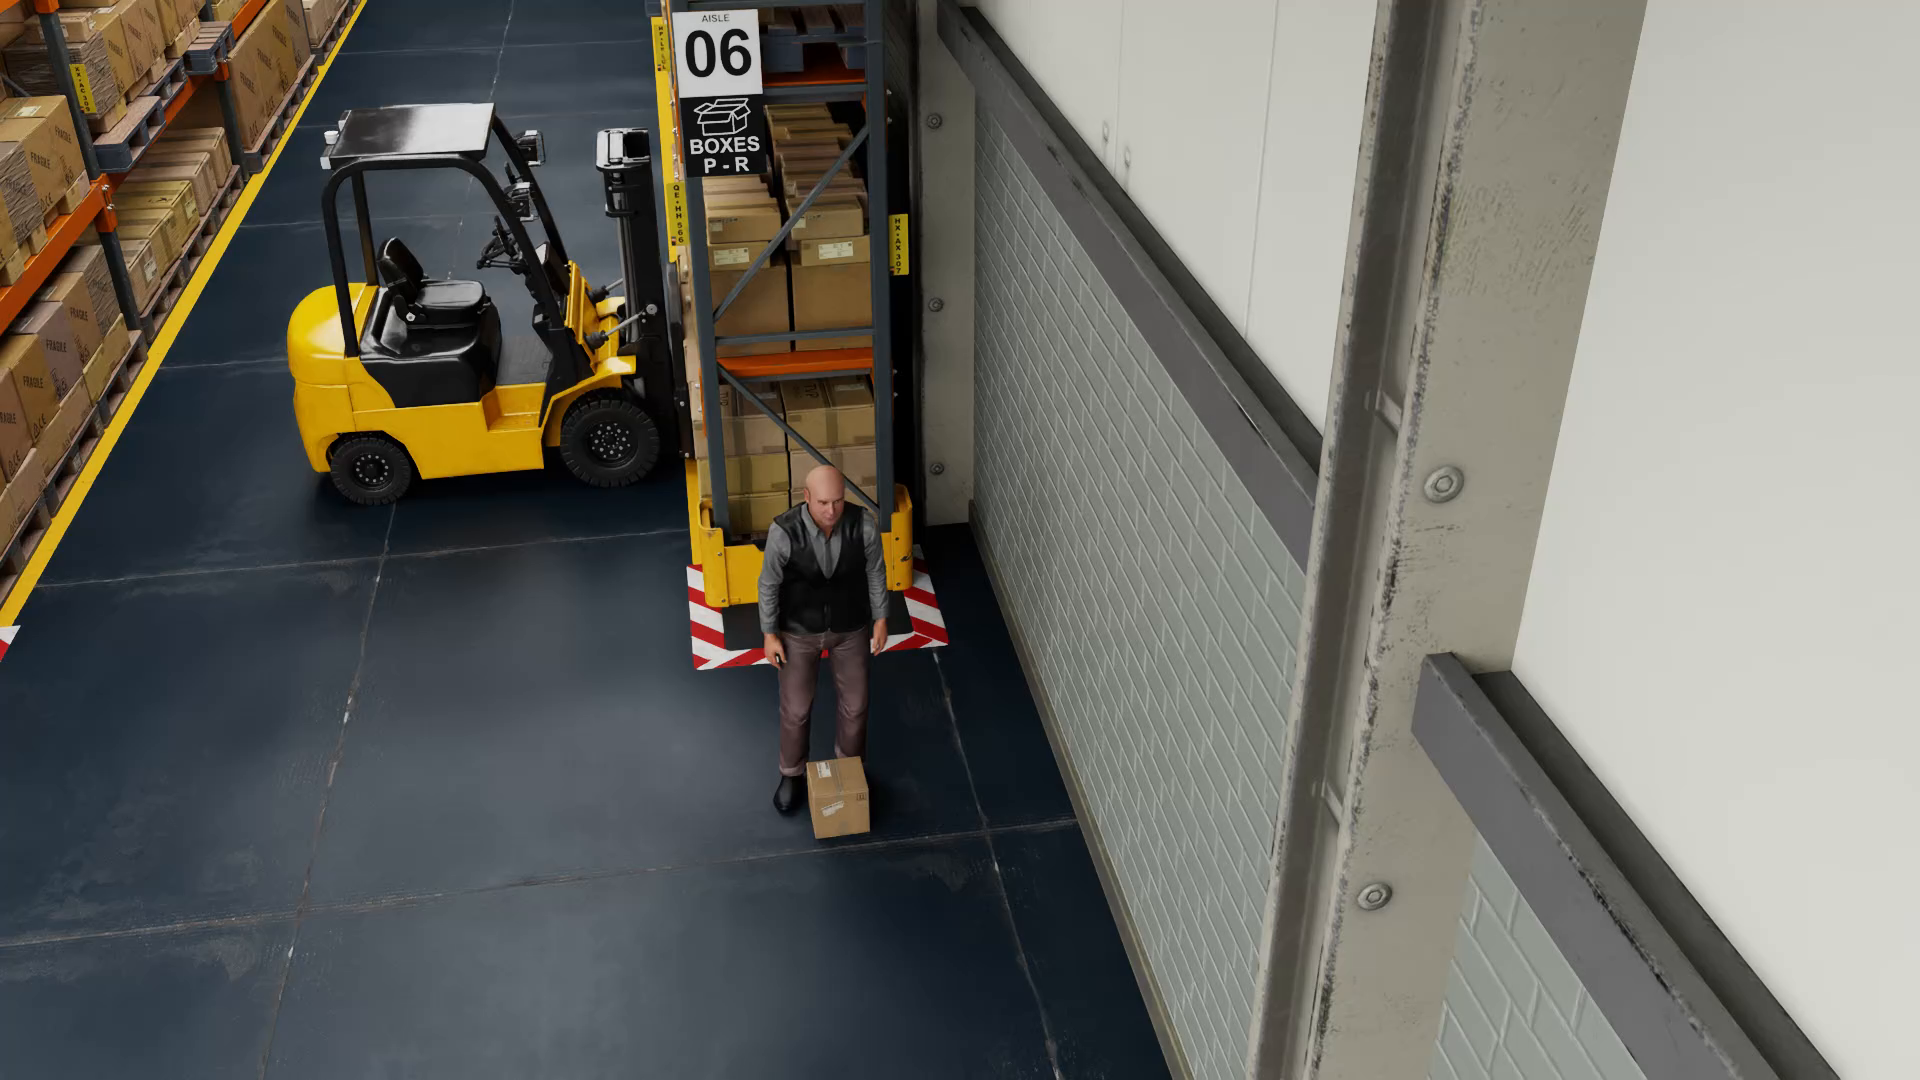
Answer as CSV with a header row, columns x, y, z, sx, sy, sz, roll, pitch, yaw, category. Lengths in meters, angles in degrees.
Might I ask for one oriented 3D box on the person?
x,y,z,sx,sy,sz,roll,pitch,yaw,category
-0.609,0.402,7.478,0.593,1.720,0.419,-7,31,-12,person
